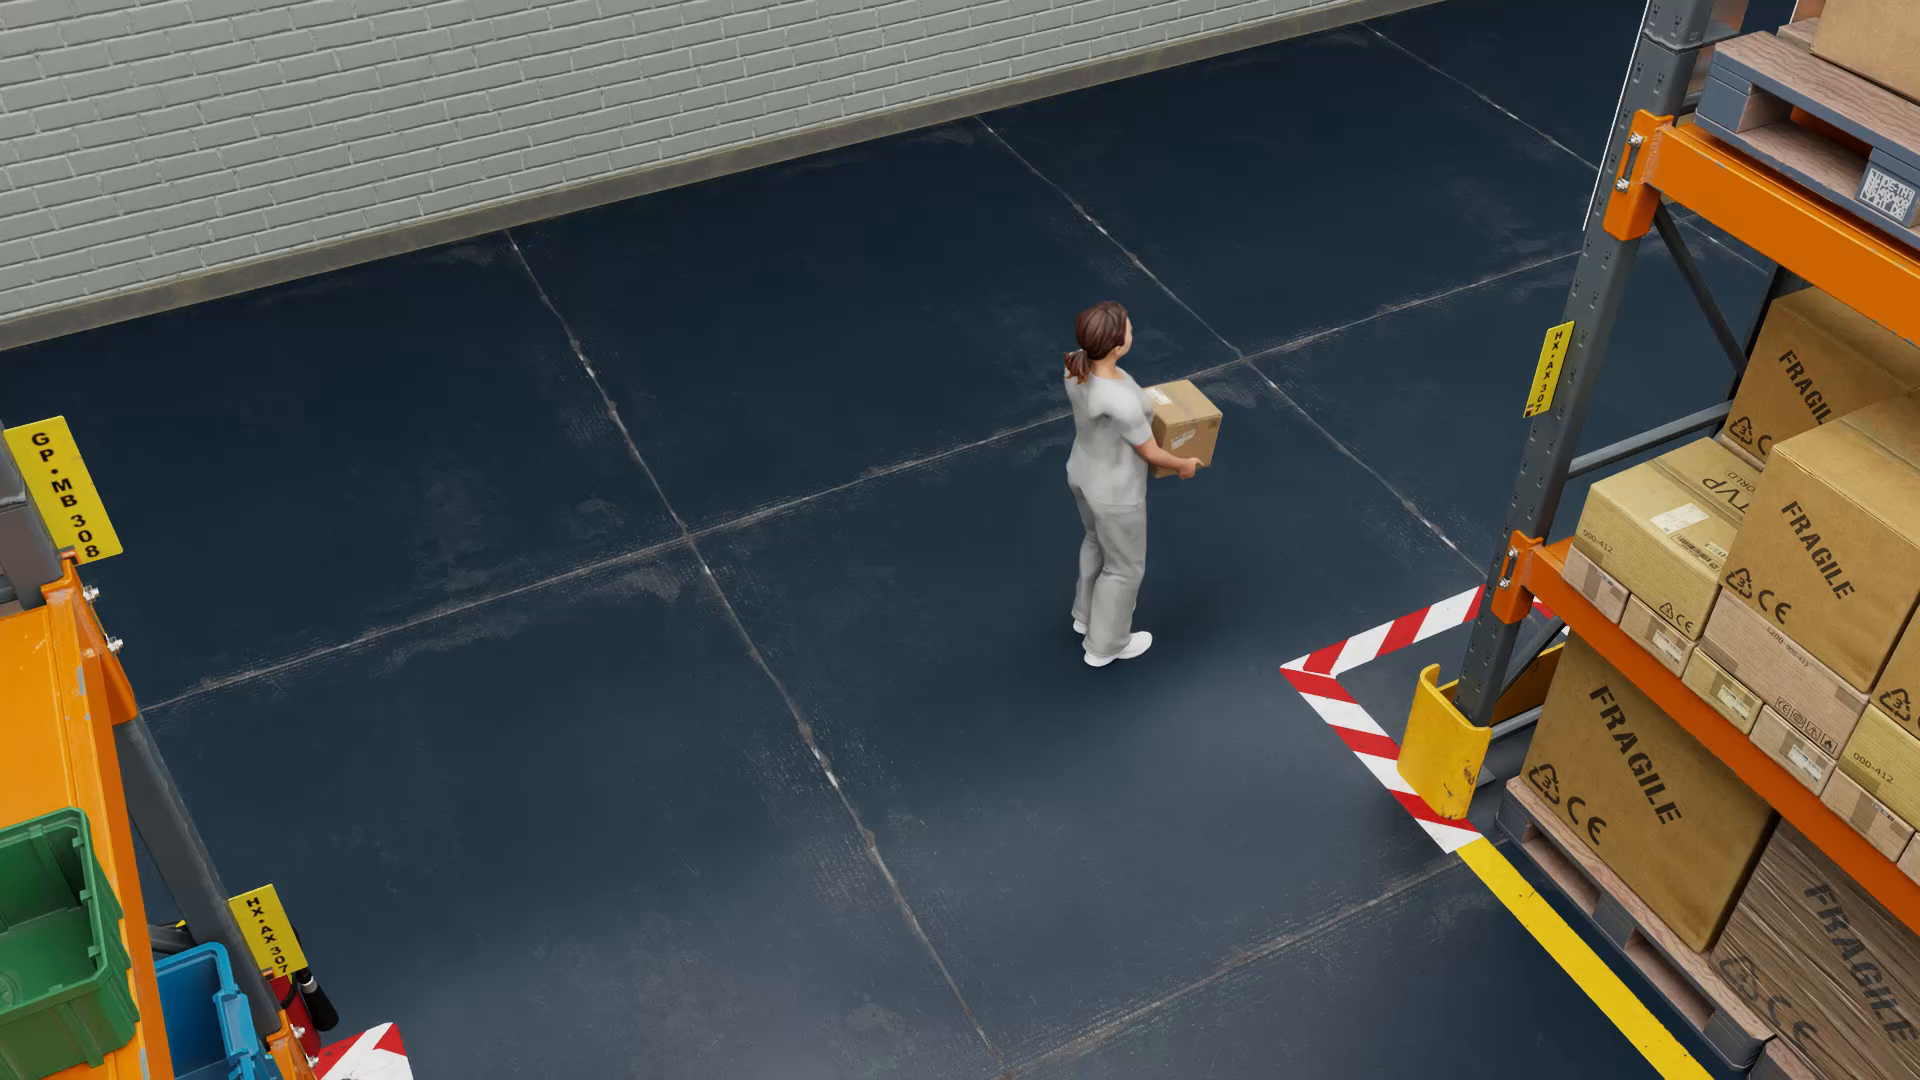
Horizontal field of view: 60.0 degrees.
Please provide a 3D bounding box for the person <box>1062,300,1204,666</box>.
[{"bbox_3d":[0.629,-0.231,6.432,0.551,1.664,0.436,-18,45,-19],"label":"person"}]
